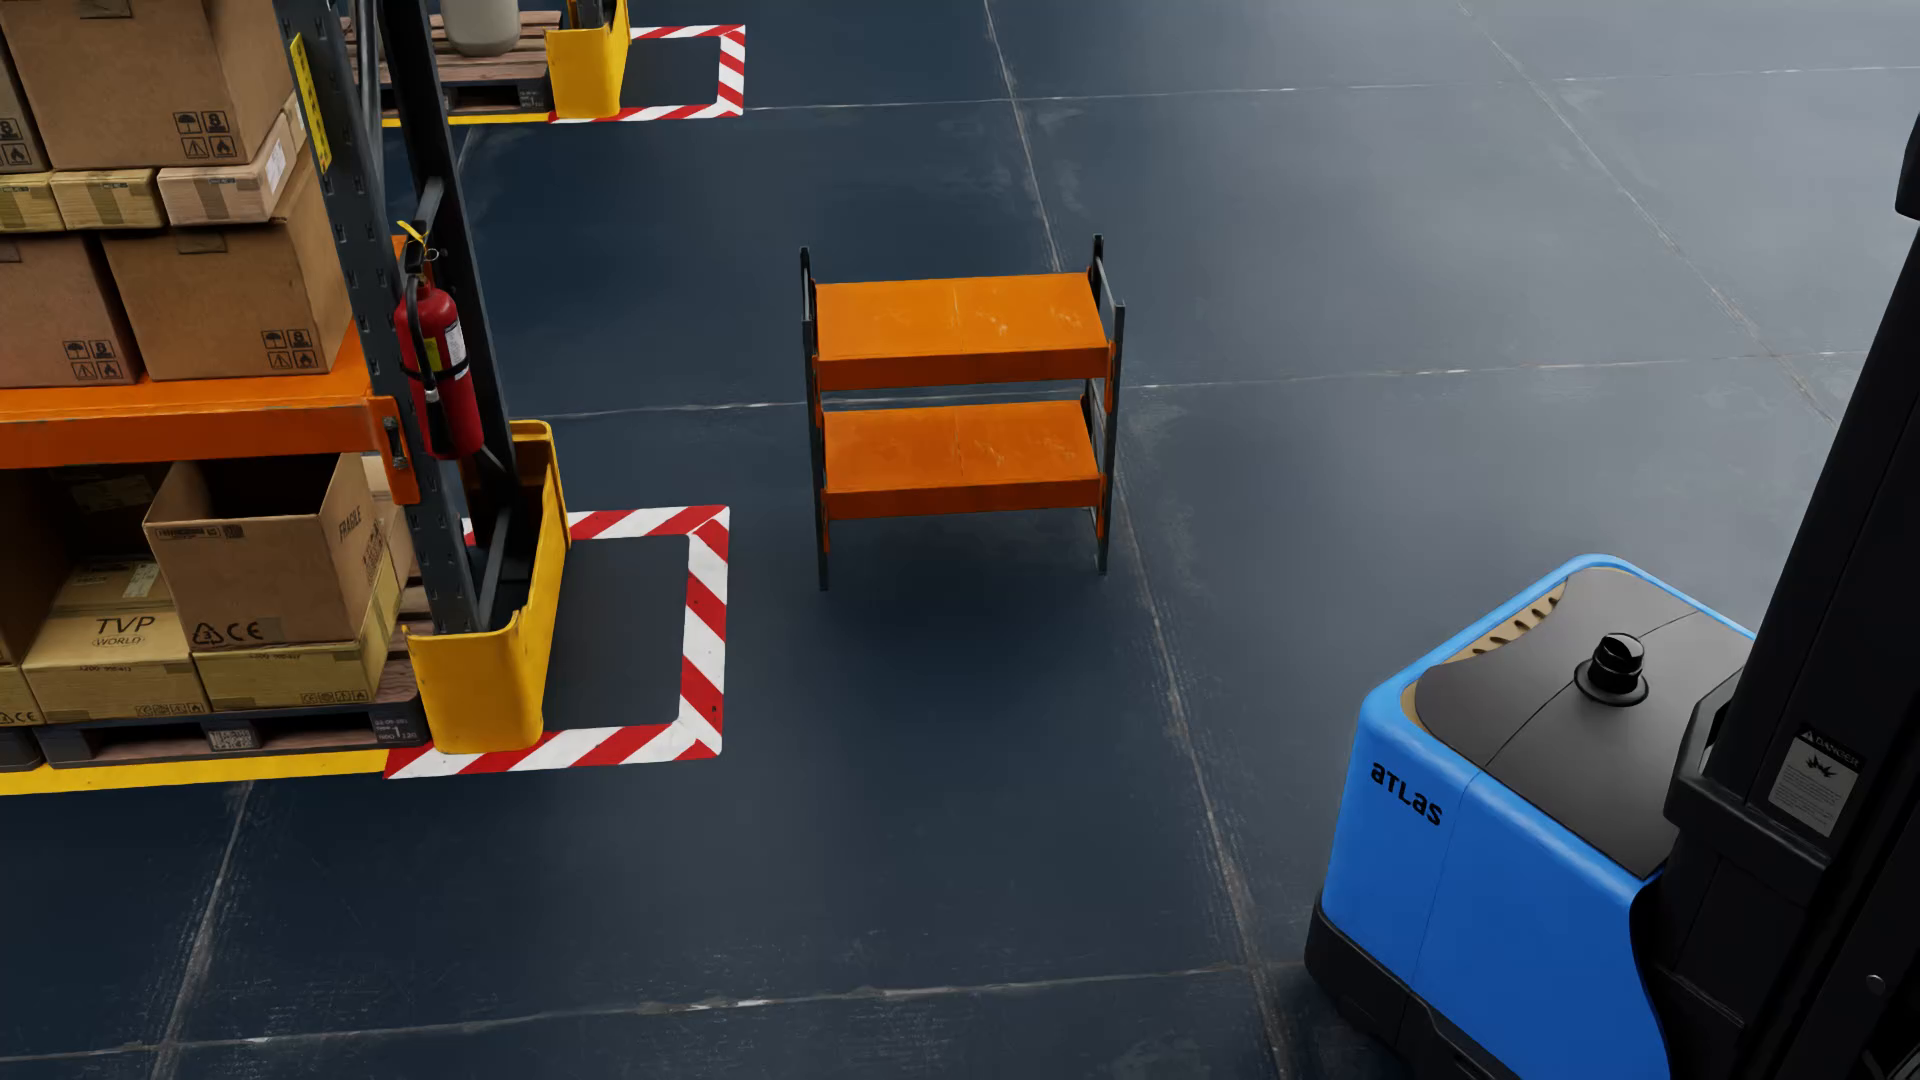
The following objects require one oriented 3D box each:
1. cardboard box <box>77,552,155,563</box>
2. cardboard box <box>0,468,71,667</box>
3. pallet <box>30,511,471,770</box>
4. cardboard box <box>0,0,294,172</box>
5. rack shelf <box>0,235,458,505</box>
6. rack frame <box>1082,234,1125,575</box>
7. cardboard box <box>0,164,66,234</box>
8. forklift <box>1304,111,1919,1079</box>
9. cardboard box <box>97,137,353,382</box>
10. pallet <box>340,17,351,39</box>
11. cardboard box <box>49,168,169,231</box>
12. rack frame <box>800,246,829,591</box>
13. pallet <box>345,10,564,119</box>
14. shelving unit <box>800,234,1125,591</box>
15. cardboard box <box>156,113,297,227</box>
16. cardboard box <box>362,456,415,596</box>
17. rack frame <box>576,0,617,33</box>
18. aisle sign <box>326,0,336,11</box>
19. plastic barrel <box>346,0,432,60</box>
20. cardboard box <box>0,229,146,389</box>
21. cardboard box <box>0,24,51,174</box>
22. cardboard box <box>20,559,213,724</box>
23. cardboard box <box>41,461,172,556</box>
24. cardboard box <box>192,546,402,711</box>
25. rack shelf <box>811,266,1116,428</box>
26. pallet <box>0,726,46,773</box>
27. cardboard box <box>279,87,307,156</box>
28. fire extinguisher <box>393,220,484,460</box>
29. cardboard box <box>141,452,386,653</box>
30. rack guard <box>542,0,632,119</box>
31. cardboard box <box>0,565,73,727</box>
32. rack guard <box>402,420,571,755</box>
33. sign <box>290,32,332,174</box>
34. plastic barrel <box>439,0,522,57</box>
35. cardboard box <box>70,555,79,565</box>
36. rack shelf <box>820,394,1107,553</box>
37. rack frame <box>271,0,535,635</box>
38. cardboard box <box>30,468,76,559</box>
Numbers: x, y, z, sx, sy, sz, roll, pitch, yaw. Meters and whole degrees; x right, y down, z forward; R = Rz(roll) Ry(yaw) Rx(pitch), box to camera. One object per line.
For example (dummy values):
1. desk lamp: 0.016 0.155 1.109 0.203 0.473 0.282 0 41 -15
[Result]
1. cardboard box: -2.663 -0.013 5.725 0.500 0.250 0.500 -3 38 -4
2. cardboard box: -3.114 0.048 5.043 0.500 0.500 0.500 -3 38 -4
3. pallet: -2.370 0.313 5.682 1.213 0.211 1.003 -3 38 -4
4. cardboard box: -2.130 -1.377 4.446 0.500 0.500 0.700 -3 38 -4
5. rack shelf: -3.604 -0.457 4.988 4.000 0.370 1.077 -3 38 -4
6. rack frame: 0.500 -0.469 5.936 0.032 1.125 0.500 -3 38 -4
7. cardboard box: -2.491 -0.975 4.460 0.250 0.149 0.380 -4 38 -5
8. forklift: 2.275 0.602 3.121 1.130 2.935 3.031 -26 45 -29
9. cardboard box: -2.078 -0.871 4.851 0.500 0.500 0.700 -3 38 -4
10. pallet: -4.140 -2.671 9.465 1.213 0.211 1.003 -3 38 -4
11. cardboard box: -2.236 -0.989 4.478 0.250 0.149 0.380 -2 38 -3
12. rack frame: -0.513 -0.413 5.866 0.032 1.125 0.500 -3 38 -4
13. pallet: -2.928 -2.736 9.548 1.213 0.211 1.003 -3 38 -4
14. shelving unit: -0.007 -0.441 5.901 1.048 1.125 0.538 -3 38 -4
15. cardboard box: -1.975 -1.005 4.497 0.250 0.149 0.380 -4 38 -5
16. cardboard box: -2.165 -0.042 5.763 0.500 0.250 0.500 -3 38 -4
17. rack frame: -2.047 -3.906 8.778 0.127 3.000 1.000 -3 38 -4
18. aisle sign: -1.520 -1.692 3.874 0.004 0.787 0.394 -3 38 -4
19. plastic barrel: -3.195 -2.983 9.278 0.421 0.512 0.421 0 38 0
20. cardboard box: -2.600 -0.839 4.811 0.500 0.500 0.700 -2 38 -3
21. cardboard box: -2.654 -1.345 4.405 0.500 0.500 0.700 -4 38 -5
22. cardboard box: -2.617 0.312 5.314 0.500 0.250 0.500 -3 38 -4
23. cardboard box: -2.663 -0.308 5.494 0.500 0.500 0.500 -3 38 -4
24. cardboard box: -2.120 0.277 5.358 0.500 0.250 0.500 -3 38 -4
25. rack shelf: -0.007 -0.671 5.720 1.000 0.278 0.538 -3 38 -4
26. pallet: -3.582 0.378 5.600 1.213 0.211 1.003 -3 38 -4
27. cardboard box: -2.022 -1.254 4.814 0.250 0.149 0.380 -3 38 -4
28. fire extinguisher: -1.453 -0.539 4.574 0.183 0.674 0.296 -3 38 -4
29. cardboard box: -2.119 -0.016 5.124 0.500 0.500 0.500 -3 38 -4
30. rack guard: -2.118 -2.891 9.511 0.348 0.500 1.175 -3 38 -4
31. cardboard box: -3.114 0.340 5.278 0.500 0.250 0.500 -3 38 -4
32. rack guard: -1.588 0.131 5.681 0.348 0.500 1.175 -3 38 -4
33. sign: -1.577 -1.061 4.047 0.005 0.325 0.100 -3 38 -4
34. plastic barrel: -2.695 -3.011 9.313 0.421 0.512 0.421 0 38 0
35. cardboard box: -3.161 0.014 5.691 0.500 0.250 0.500 -3 38 -4
36. rack shelf: -0.007 -0.249 6.053 1.000 0.278 0.538 -3 38 -4
37. rack frame: -1.612 -0.849 4.905 0.127 3.000 1.000 -3 38 -4
38. cardboard box: -3.160 -0.273 5.450 0.500 0.500 0.500 -3 38 -4
